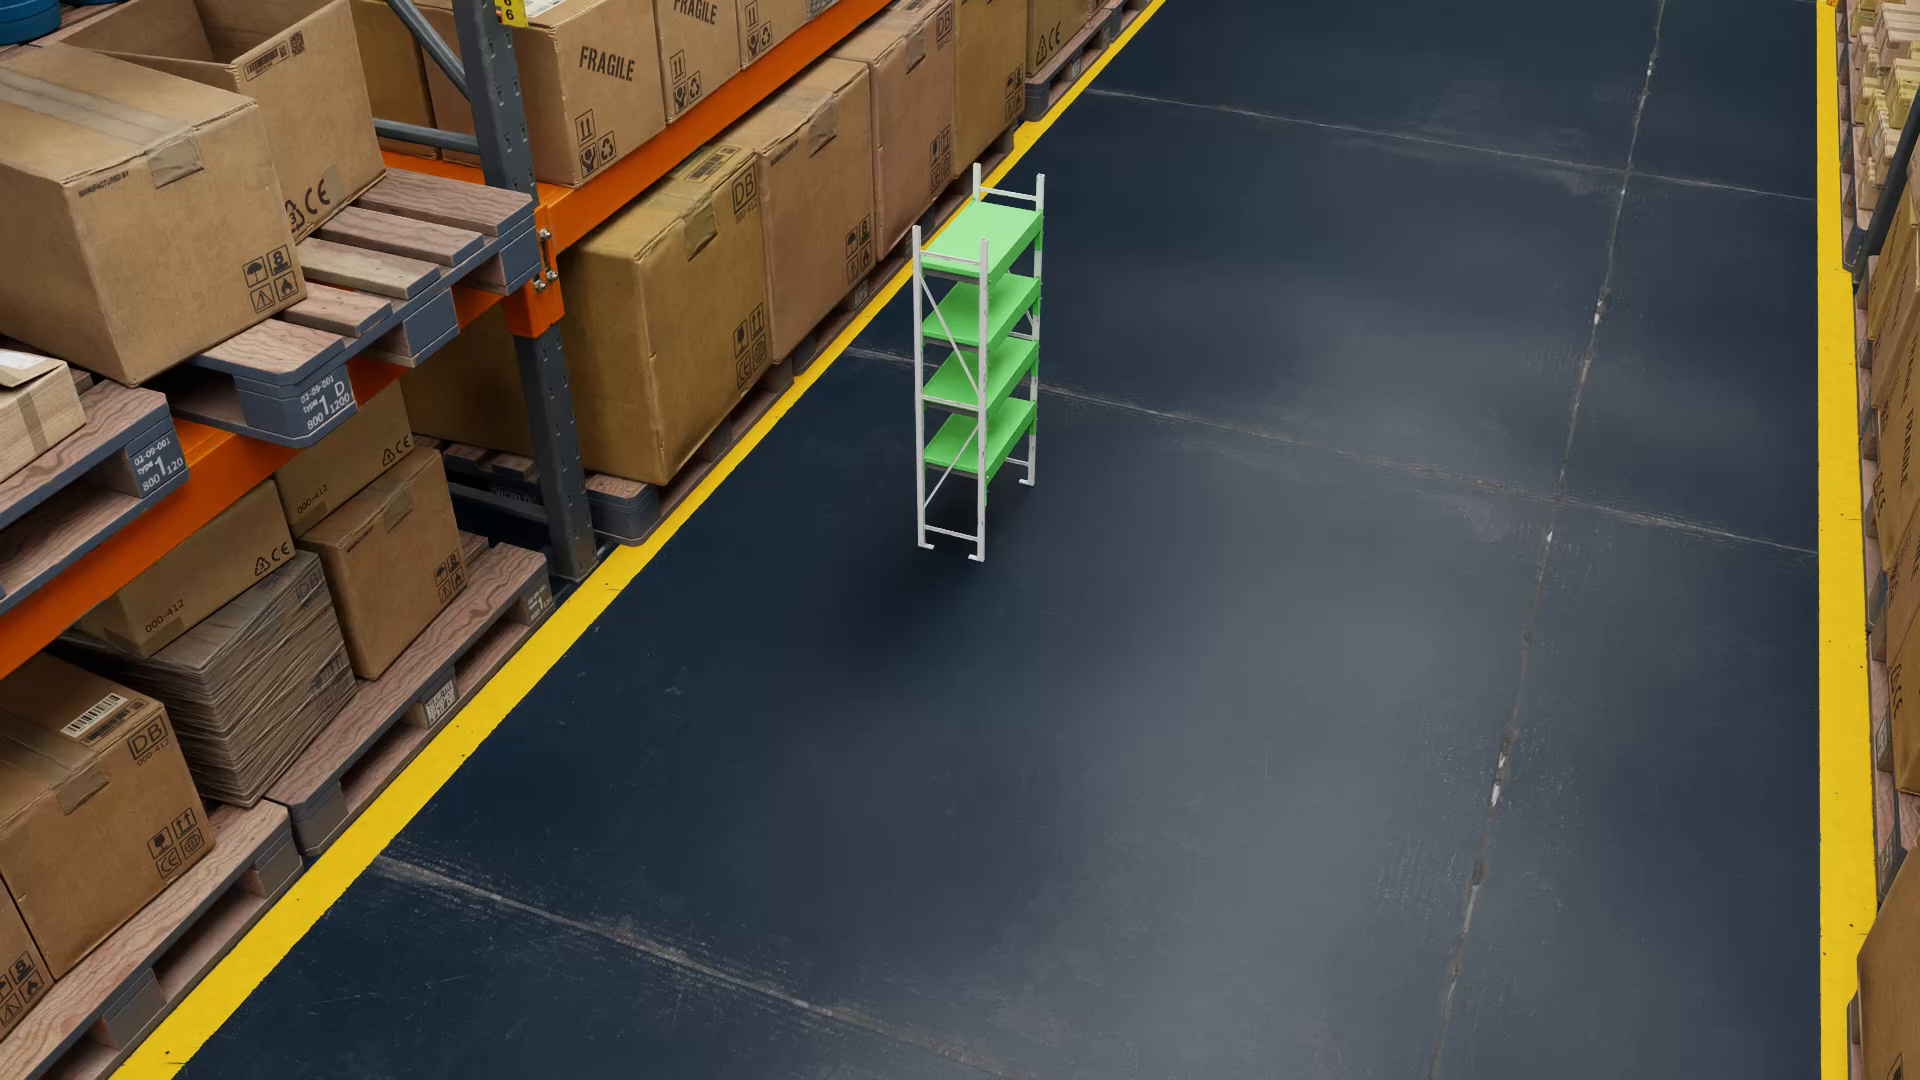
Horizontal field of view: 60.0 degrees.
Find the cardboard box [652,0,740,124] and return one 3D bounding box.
[{"bbox_3d":[-1.077,-1.731,5.477,0.500,0.500,0.500,13,39,17],"label":"cardboard box"}]

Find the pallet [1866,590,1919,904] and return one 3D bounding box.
[{"bbox_3d":[3.140,0.672,4.674,1.003,0.211,1.213,14,39,18],"label":"pallet"}]

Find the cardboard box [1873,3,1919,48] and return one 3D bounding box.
[{"bbox_3d":[4.686,-2.487,8.105,0.380,0.149,0.250,13,39,16],"label":"cardboard box"}]

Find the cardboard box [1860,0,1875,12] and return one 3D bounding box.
[{"bbox_3d":[5.083,-2.944,8.965,0.380,0.149,0.250,15,39,19],"label":"cardboard box"}]

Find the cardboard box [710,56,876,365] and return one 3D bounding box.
[{"bbox_3d":[-1.079,-1.384,6.521,1.225,0.875,0.875,14,39,18],"label":"cardboard box"}]

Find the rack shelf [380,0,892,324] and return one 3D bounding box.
[{"bbox_3d":[-0.946,-2.017,6.544,1.077,0.370,4.000,14,39,18],"label":"rack shelf"}]

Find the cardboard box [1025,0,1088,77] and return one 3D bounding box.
[{"bbox_3d":[0.140,-3.077,8.785,0.875,0.875,0.875,14,39,18],"label":"cardboard box"}]

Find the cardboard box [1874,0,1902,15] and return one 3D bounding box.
[{"bbox_3d":[4.889,-2.760,8.471,0.380,0.149,0.250,14,39,18],"label":"cardboard box"}]

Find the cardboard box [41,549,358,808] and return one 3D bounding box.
[{"bbox_3d":[-2.143,0.312,4.547,0.700,0.500,0.500,11,38,14],"label":"cardboard box"}]

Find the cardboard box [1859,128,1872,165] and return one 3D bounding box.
[{"bbox_3d":[4.414,-1.834,7.728,0.380,0.149,0.250,13,39,16],"label":"cardboard box"}]

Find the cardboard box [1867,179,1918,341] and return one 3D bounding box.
[{"bbox_3d":[3.837,-1.045,6.380,0.500,0.500,0.500,15,39,19],"label":"cardboard box"}]

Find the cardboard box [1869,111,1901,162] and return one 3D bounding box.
[{"bbox_3d":[4.280,-1.772,7.397,0.380,0.149,0.250,12,38,16],"label":"cardboard box"}]

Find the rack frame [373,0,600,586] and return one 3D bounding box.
[{"bbox_3d":[-1.707,-1.198,4.847,1.000,3.000,0.127,14,39,18],"label":"rack frame"}]

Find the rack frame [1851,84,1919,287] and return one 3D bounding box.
[{"bbox_3d":[4.363,-2.227,6.224,1.000,3.000,0.127,14,39,18],"label":"rack frame"}]

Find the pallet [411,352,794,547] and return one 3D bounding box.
[{"bbox_3d":[-1.338,-0.500,6.243,1.003,0.211,1.213,14,39,18],"label":"pallet"}]

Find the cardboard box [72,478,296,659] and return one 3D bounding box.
[{"bbox_3d":[-2.127,0.000,4.338,0.500,0.250,0.500,18,40,23],"label":"cardboard box"}]

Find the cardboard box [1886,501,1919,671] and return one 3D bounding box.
[{"bbox_3d":[3.051,0.110,4.834,0.500,0.500,0.500,15,39,20],"label":"cardboard box"}]

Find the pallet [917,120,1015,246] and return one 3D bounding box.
[{"bbox_3d":[-0.409,-1.851,8.051,1.003,0.211,1.213,14,39,18],"label":"pallet"}]

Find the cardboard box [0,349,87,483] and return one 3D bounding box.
[{"bbox_3d":[-2.092,-0.328,3.444,0.396,0.266,0.258,13,39,16],"label":"cardboard box"}]

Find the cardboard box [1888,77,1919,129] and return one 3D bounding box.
[{"bbox_3d":[4.318,-1.898,7.318,0.380,0.149,0.250,14,39,18],"label":"cardboard box"}]

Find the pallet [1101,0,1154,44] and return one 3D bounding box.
[{"bbox_3d":[0.639,-3.377,10.091,1.003,0.211,1.213,14,39,18],"label":"pallet"}]

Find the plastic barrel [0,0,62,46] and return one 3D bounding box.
[{"bbox_3d":[-5.258,-3.179,8.900,0.600,0.901,0.708,14,39,18],"label":"plastic barrel"}]

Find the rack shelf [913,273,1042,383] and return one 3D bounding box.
[{"bbox_3d":[0.063,-0.713,5.408,0.258,0.148,0.480,14,39,18],"label":"rack shelf"}]

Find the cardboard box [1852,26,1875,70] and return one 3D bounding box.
[{"bbox_3d":[4.895,-2.550,8.687,0.380,0.149,0.250,12,38,16],"label":"cardboard box"}]

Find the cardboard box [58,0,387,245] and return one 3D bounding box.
[{"bbox_3d":[-1.876,-1.098,4.280,0.500,0.500,0.500,9,38,12],"label":"cardboard box"}]

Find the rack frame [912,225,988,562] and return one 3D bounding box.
[{"bbox_3d":[-0.030,-0.437,5.333,0.240,1.200,0.015,14,39,18],"label":"rack frame"}]

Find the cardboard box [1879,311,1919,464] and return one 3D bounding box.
[{"bbox_3d":[3.450,-0.459,5.595,0.500,0.500,0.500,15,39,19],"label":"cardboard box"}]

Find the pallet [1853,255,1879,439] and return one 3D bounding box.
[{"bbox_3d":[4.068,-0.679,6.482,1.003,0.211,1.213,14,39,18],"label":"pallet"}]

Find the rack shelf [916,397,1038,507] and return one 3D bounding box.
[{"bbox_3d":[0.063,-0.329,5.695,0.258,0.148,0.480,14,39,18],"label":"rack shelf"}]

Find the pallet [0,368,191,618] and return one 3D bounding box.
[{"bbox_3d":[-2.423,-0.016,3.426,1.003,0.211,1.213,14,39,18],"label":"pallet"}]

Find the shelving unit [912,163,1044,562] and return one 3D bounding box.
[{"bbox_3d":[0.063,-0.572,5.513,0.258,1.200,0.503,14,39,18],"label":"shelving unit"}]

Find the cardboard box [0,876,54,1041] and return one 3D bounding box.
[{"bbox_3d":[-2.564,0.937,3.711,0.700,0.500,0.500,11,38,14],"label":"cardboard box"}]

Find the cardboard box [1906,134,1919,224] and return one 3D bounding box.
[{"bbox_3d":[3.838,-1.345,6.155,0.500,0.250,0.500,12,38,16],"label":"cardboard box"}]

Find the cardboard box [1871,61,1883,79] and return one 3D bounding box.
[{"bbox_3d":[4.752,-2.250,8.285,0.380,0.149,0.250,15,39,19],"label":"cardboard box"}]

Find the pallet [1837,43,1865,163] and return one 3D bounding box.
[{"bbox_3d":[5.049,-2.168,8.474,1.003,0.211,1.213,14,39,18],"label":"pallet"}]

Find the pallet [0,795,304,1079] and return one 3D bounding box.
[{"bbox_3d":[-2.472,1.024,4.203,1.003,0.211,1.213,14,39,18],"label":"pallet"}]

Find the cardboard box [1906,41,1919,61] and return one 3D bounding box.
[{"bbox_3d":[4.577,-2.164,7.673,0.380,0.149,0.250,15,39,19],"label":"cardboard box"}]

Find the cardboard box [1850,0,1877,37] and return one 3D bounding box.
[{"bbox_3d":[5.079,-2.831,9.063,0.380,0.149,0.250,14,39,18],"label":"cardboard box"}]

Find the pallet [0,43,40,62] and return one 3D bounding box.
[{"bbox_3d":[-5.561,-2.329,8.689,1.003,0.211,1.213,14,39,18],"label":"pallet"}]

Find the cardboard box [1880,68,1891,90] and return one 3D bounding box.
[{"bbox_3d":[4.631,-2.186,7.951,0.380,0.149,0.250,15,39,19],"label":"cardboard box"}]

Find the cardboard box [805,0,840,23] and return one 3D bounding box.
[{"bbox_3d":[-0.693,-2.292,6.228,0.500,0.500,0.500,14,39,18],"label":"cardboard box"}]

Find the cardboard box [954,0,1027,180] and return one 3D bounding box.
[{"bbox_3d":[-0.410,-2.371,7.841,1.225,0.875,0.875,14,39,18],"label":"cardboard box"}]

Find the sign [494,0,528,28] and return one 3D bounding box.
[{"bbox_3d":[-1.202,-1.512,4.366,0.100,0.325,0.005,14,39,18],"label":"sign"}]
